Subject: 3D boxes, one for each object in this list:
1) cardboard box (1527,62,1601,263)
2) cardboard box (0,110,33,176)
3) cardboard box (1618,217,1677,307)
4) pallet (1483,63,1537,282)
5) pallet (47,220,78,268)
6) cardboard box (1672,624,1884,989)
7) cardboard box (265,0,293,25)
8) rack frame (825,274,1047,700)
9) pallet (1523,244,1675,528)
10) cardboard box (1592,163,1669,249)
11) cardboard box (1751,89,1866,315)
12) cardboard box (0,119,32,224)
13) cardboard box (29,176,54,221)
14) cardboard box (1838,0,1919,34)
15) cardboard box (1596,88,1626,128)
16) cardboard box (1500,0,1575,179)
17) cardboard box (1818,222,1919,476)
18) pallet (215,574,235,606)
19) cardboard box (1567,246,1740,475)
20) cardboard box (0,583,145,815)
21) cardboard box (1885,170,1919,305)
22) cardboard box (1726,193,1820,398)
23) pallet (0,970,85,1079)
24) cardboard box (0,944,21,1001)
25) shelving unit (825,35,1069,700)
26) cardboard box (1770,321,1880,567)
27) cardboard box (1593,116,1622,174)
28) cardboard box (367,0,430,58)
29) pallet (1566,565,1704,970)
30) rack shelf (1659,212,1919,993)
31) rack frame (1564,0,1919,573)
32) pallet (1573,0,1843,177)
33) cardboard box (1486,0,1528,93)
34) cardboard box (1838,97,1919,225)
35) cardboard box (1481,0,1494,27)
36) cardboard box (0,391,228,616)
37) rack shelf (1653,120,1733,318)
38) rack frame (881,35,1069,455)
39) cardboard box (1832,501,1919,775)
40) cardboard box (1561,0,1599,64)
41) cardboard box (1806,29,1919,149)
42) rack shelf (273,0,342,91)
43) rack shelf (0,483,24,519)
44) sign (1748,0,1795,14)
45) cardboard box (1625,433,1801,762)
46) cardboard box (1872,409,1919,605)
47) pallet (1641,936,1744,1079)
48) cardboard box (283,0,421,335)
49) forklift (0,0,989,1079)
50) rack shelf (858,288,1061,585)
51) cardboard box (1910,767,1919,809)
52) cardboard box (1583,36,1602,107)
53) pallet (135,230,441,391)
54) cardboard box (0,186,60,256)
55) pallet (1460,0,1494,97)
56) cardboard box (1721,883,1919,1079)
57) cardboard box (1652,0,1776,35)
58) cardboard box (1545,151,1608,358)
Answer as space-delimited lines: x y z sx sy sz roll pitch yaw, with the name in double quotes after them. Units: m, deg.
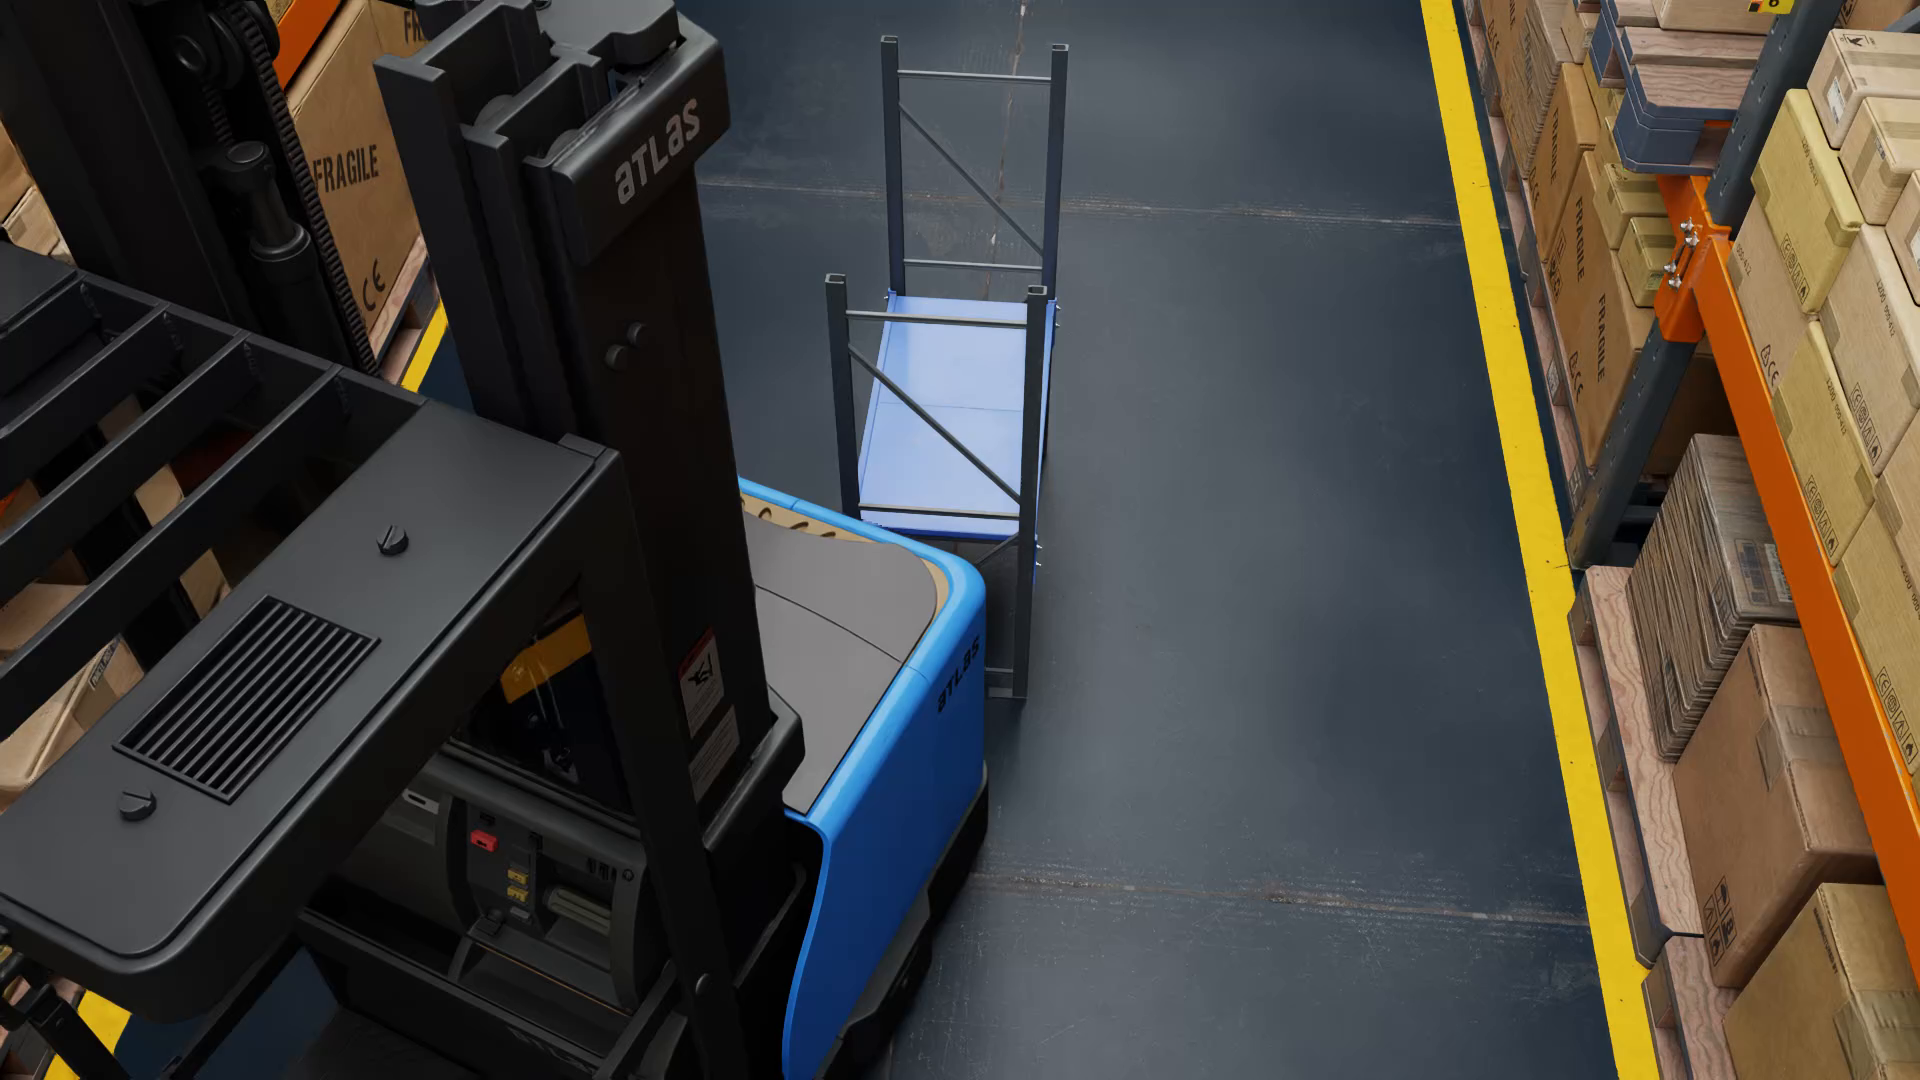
2.324 -1.300 5.816 0.500 0.500 0.500 6 48 5 "cardboard box"
-2.310 -1.180 3.742 0.500 0.500 0.500 3 48 2 "cardboard box"
2.191 -0.822 4.939 0.380 0.149 0.250 2 48 2 "cardboard box"
2.618 -1.424 6.410 1.003 0.211 1.213 4 48 4 "pallet"
-2.504 -0.661 3.952 1.213 0.211 1.003 4 48 4 "pallet"
2.276 0.673 3.927 0.875 0.625 0.625 5 48 5 "cardboard box"
-2.250 -1.548 4.735 0.500 0.250 0.500 3 48 3 "cardboard box"
-0.054 -0.070 4.298 0.500 1.500 0.032 4 48 4 "rack frame"
2.504 -0.530 5.592 1.003 0.211 1.213 4 48 4 "pallet"
2.185 -1.025 5.124 0.380 0.149 0.250 2 48 2 "cardboard box"
2.090 -0.735 3.653 0.500 0.250 0.500 4 48 3 "cardboard box"
-2.346 -0.799 3.394 0.500 0.500 0.500 3 48 3 "cardboard box"
-2.293 -0.855 3.885 0.380 0.149 0.250 5 48 4 "cardboard box"
2.601 -1.468 4.208 0.500 0.500 0.500 6 48 5 "cardboard box"
2.322 -1.406 5.473 0.380 0.149 0.250 5 48 5 "cardboard box"
2.352 -1.683 6.166 0.500 0.500 0.500 2 48 2 "cardboard box"
2.068 -0.366 3.315 0.500 0.250 0.500 5 48 5 "cardboard box"
-2.618 0.259 4.870 1.003 0.211 1.213 4 48 4 "pallet"
2.223 -0.549 5.128 0.500 0.500 0.500 5 48 5 "cardboard box"
-2.666 0.446 4.305 0.950 0.372 0.625 3 48 3 "cardboard box"
2.055 -0.577 3.237 0.380 0.149 0.250 5 48 5 "cardboard box"
2.114 -0.565 3.836 0.500 0.250 0.500 4 48 4 "cardboard box"
-2.732 1.153 4.052 1.003 0.211 1.213 4 48 4 "pallet"
-2.741 1.003 3.796 0.950 0.372 0.625 5 48 5 "cardboard box"
-0.008 -0.443 4.639 0.538 1.500 1.048 4 48 4 "shelving unit"
2.064 -0.196 3.498 0.500 0.250 0.500 3 48 3 "cardboard box"
2.253 -1.215 5.299 0.380 0.149 0.250 2 48 2 "cardboard box"
-2.314 -1.838 6.054 0.875 0.875 0.875 4 48 4 "cardboard box"
2.284 0.618 4.542 1.003 0.211 1.213 4 48 4 "pallet"
2.216 0.787 2.985 1.077 0.370 4.000 4 48 4 "rack shelf"
2.398 -0.925 4.064 1.000 3.000 0.127 4 48 4 "rack frame"
2.390 -1.363 4.594 1.213 0.211 1.003 4 48 4 "pallet"
2.406 -2.064 6.514 0.500 0.500 0.500 3 48 2 "cardboard box"
2.053 -0.767 3.412 0.380 0.149 0.250 5 48 4 "cardboard box"
2.456 -2.430 6.850 0.500 0.500 0.500 3 48 3 "cardboard box"
-2.607 -0.097 4.802 0.950 0.372 0.625 1 48 1 "cardboard box"
2.580 -2.152 5.673 1.077 0.370 4.000 4 48 4 "rack shelf"
0.039 -0.817 4.981 0.500 1.500 0.032 4 48 4 "rack frame"
2.024 0.183 3.151 0.500 0.250 0.500 2 48 2 "cardboard box"
2.340 -1.795 5.829 0.380 0.149 0.250 2 48 2 "cardboard box"
2.076 -0.964 3.591 0.380 0.149 0.250 5 48 5 "cardboard box"
-2.363 -2.483 5.976 1.077 0.370 4.000 4 48 4 "rack shelf"
-2.727 0.456 3.288 1.077 0.370 4.000 4 48 4 "rack shelf"
1.857 -1.319 3.693 0.100 0.325 0.005 4 48 4 "sign"
2.328 0.192 4.366 0.875 0.625 0.625 5 48 5 "cardboard box"
2.002 0.017 2.964 0.500 0.250 0.500 3 48 3 "cardboard box"
2.171 1.512 3.724 1.003 0.211 1.213 4 48 4 "pallet"
-2.400 -1.183 5.455 0.875 0.875 0.875 3 48 3 "cardboard box"
-1.023 0.617 2.699 1.130 2.935 3.031 20 51 17 "forklift"
-0.008 -0.322 4.772 0.538 0.185 1.000 4 48 4 "rack shelf"
1.975 0.564 2.803 0.500 0.250 0.500 5 48 5 "cardboard box"
2.344 -1.590 5.641 0.380 0.149 0.250 3 48 3 "cardboard box"
-2.398 -0.890 5.921 1.003 0.211 1.213 4 48 4 "pallet"
-2.271 -0.667 3.713 0.380 0.149 0.250 4 48 3 "cardboard box"
2.726 -2.323 7.232 1.003 0.211 1.213 4 48 4 "pallet"
2.215 1.167 3.474 0.875 0.625 0.625 2 48 2 "cardboard box"
2.076 -1.491 4.466 0.380 0.149 0.250 5 48 4 "cardboard box"
2.279 -0.916 5.464 0.500 0.500 0.500 3 48 3 "cardboard box"
